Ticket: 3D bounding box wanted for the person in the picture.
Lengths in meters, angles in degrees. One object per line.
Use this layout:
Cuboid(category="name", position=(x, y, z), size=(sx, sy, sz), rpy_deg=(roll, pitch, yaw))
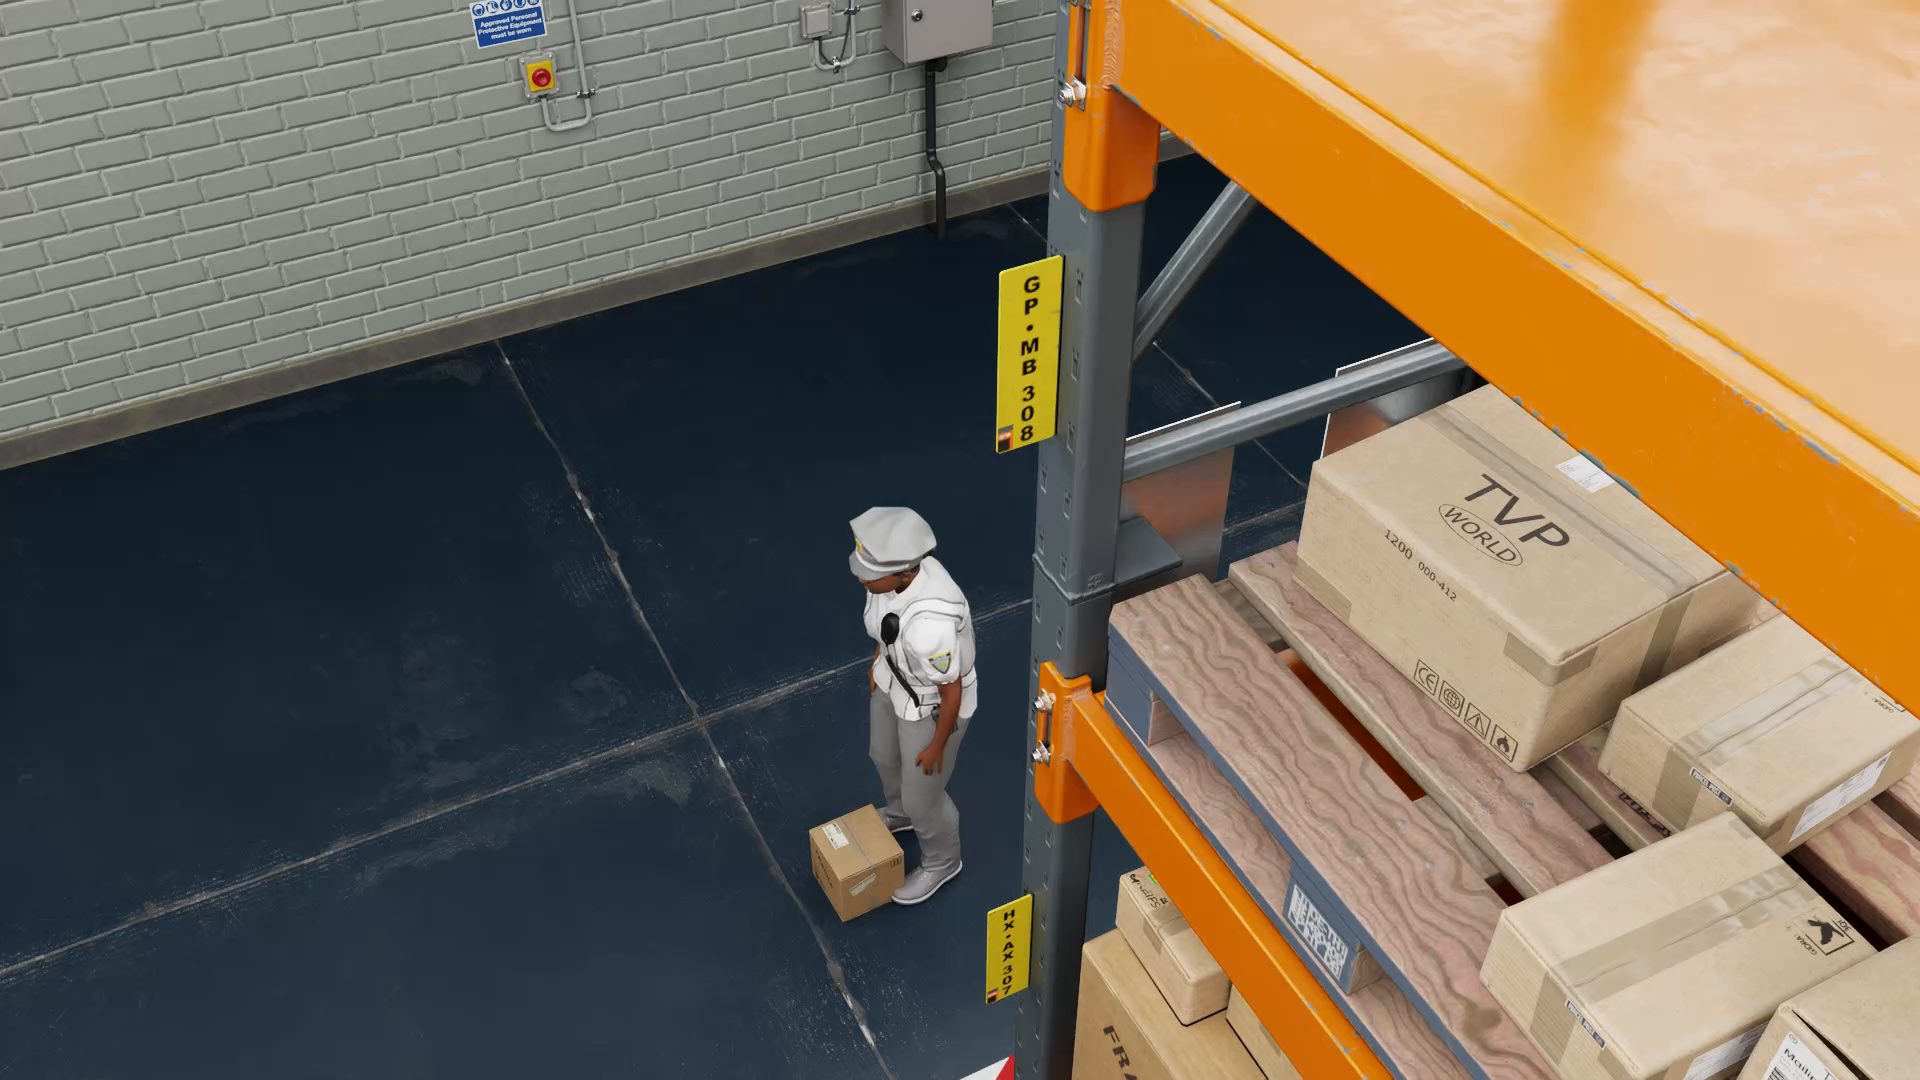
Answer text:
Cuboid(category="person", position=(-0.161, 0.543, 5.547), size=(0.395, 1.658, 0.504), rpy_deg=(-19, 45, -20))
